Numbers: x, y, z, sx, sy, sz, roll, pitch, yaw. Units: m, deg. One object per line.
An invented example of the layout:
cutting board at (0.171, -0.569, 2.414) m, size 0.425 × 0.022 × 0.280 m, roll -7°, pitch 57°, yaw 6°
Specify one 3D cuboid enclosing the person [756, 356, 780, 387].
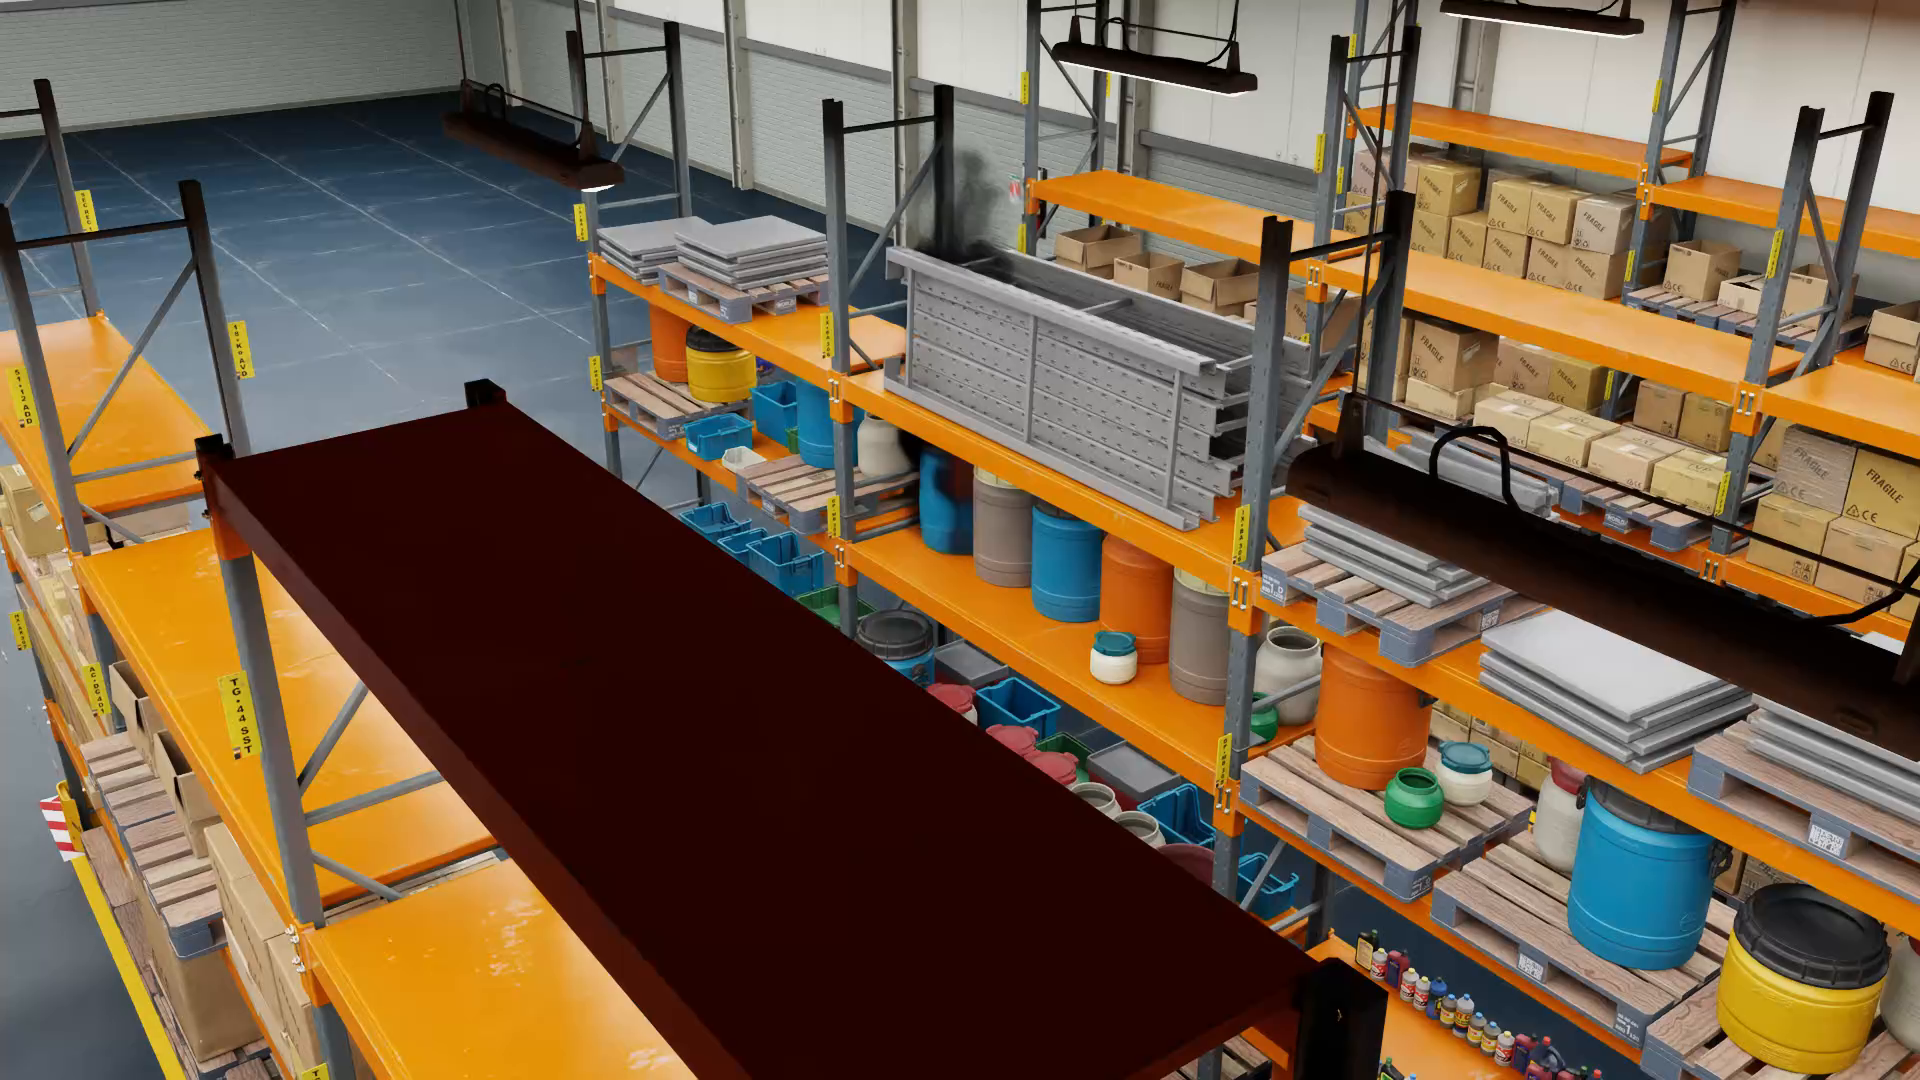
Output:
person at (-2.505, -2.046, 21.455) m, size 0.800 × 1.642 × 0.604 m, roll -7°, pitch 26°, yaw -14°
